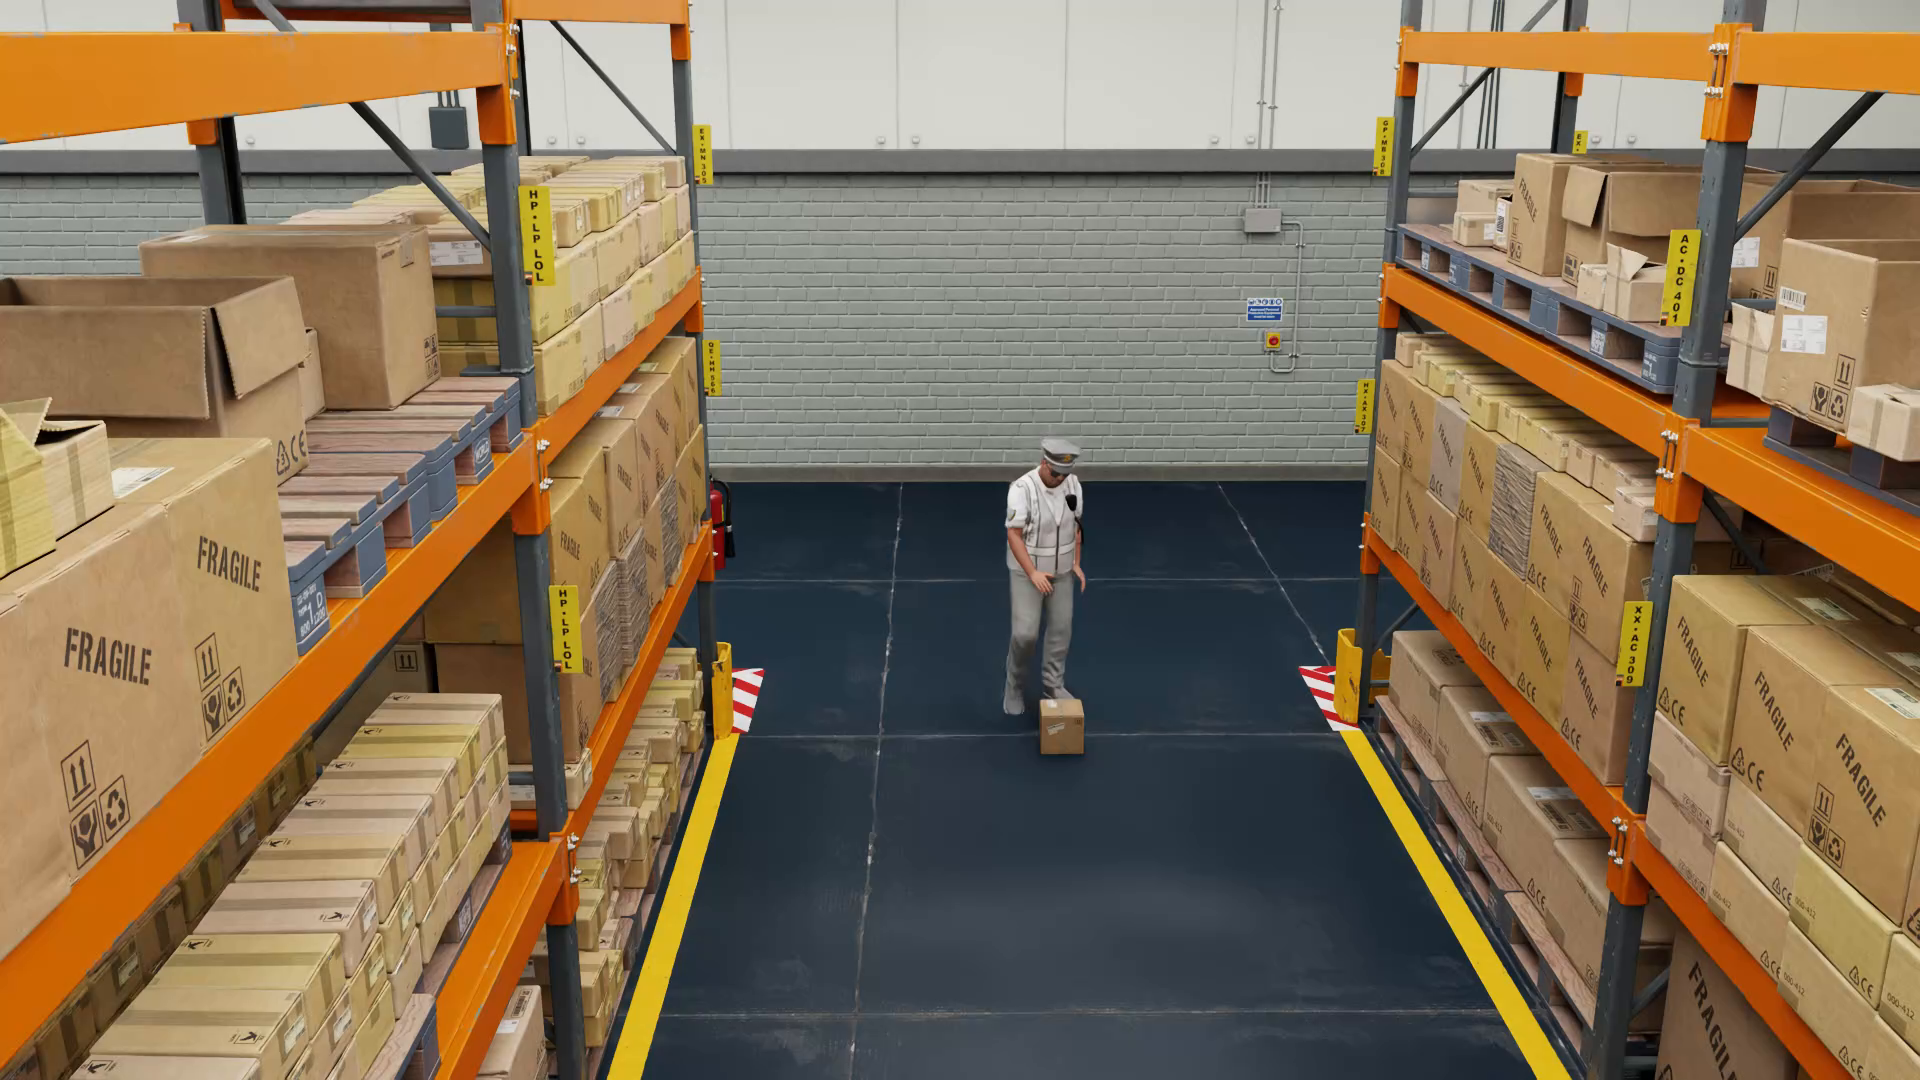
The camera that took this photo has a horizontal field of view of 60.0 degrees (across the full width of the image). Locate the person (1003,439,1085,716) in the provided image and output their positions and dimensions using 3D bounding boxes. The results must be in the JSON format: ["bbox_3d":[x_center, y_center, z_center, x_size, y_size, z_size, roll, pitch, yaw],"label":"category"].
[{"bbox_3d":[0.543,0.243,10.295,0.551,1.787,0.589,-9,19,-27],"label":"person"}]
